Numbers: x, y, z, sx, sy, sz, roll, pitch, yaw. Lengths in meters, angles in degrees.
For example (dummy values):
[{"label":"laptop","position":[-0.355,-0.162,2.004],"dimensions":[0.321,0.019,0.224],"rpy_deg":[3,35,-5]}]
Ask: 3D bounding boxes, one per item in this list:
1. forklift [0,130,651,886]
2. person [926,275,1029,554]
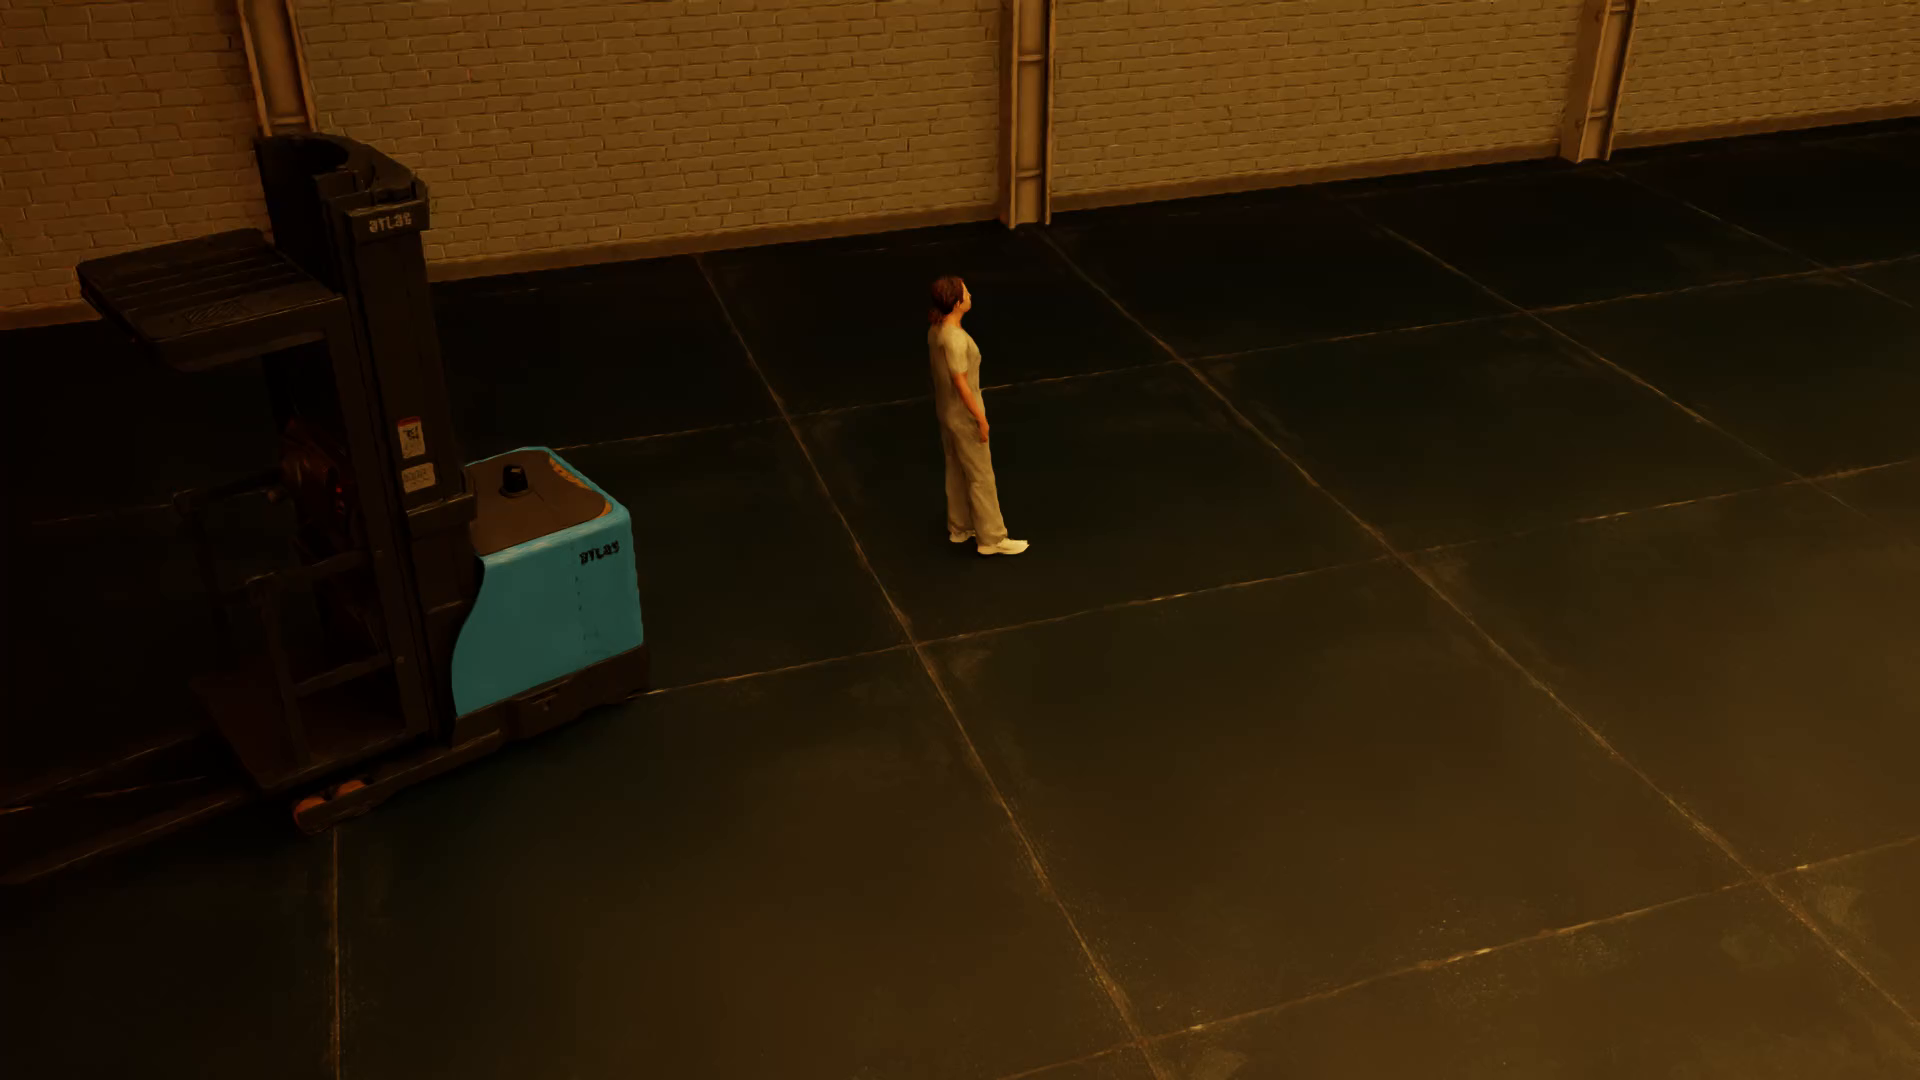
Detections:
[{"label":"forklift","position":[-3.072,-0.215,7.461],"dimensions":[3.031,2.935,1.130],"rpy_deg":[-22,36,-33]},{"label":"person","position":[0.074,-0.731,9.618],"dimensions":[0.548,1.658,0.550],"rpy_deg":[-10,31,-16]}]
